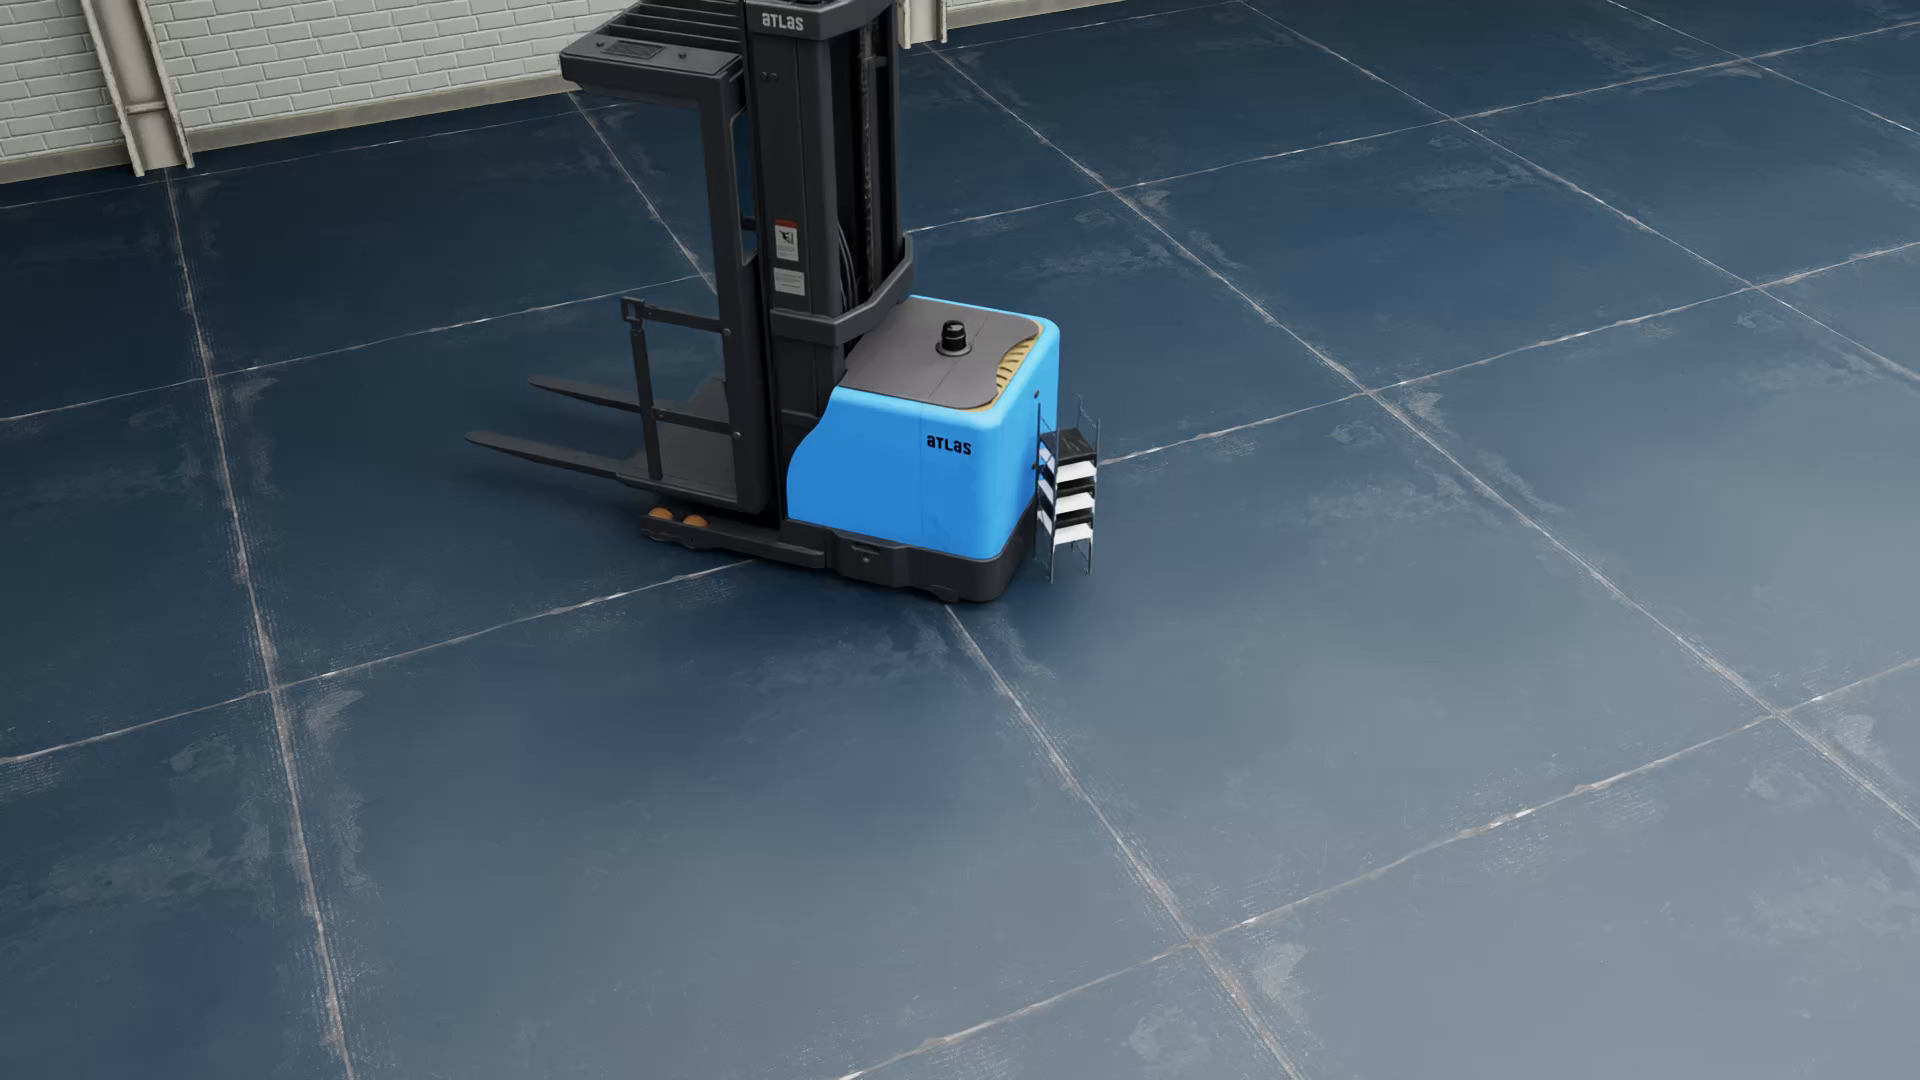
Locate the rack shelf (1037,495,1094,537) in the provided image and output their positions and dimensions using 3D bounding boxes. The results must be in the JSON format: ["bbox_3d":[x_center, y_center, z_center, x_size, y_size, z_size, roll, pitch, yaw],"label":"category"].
[{"bbox_3d":[0.502,-0.136,8.028,0.200,0.077,0.258,-12,38,-16],"label":"rack shelf"}]

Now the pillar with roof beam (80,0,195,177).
[{"bbox_3d":[-3.953,-4.024,6.265,0.400,9.000,9.100,-16,39,-20],"label":"pillar with roof beam"}]

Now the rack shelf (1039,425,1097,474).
[{"bbox_3d":[0.502,-0.425,7.813,0.200,0.077,0.258,-12,38,-16],"label":"rack shelf"}]

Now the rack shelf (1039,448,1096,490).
[{"bbox_3d":[0.502,-0.353,7.867,0.200,0.077,0.258,-12,38,-16],"label":"rack shelf"}]

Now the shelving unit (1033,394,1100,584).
[{"bbox_3d":[0.502,-0.235,7.954,0.210,0.900,0.258,-12,38,-16],"label":"shelving unit"}]

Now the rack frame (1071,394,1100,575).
[{"bbox_3d":[0.598,-0.255,7.982,0.006,0.900,0.240,-12,38,-16],"label":"rack frame"}]

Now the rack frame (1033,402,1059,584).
[{"bbox_3d":[0.407,-0.215,7.927,0.006,0.900,0.240,-12,38,-16],"label":"rack frame"}]

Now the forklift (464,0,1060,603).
[{"bbox_3d":[-1.077,-1.413,7.838,3.031,2.935,1.130,12,38,16],"label":"forklift"}]

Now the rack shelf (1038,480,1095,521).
[{"bbox_3d":[0.502,-0.208,7.974,0.200,0.077,0.258,-12,38,-16],"label":"rack shelf"}]

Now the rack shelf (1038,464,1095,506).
[{"bbox_3d":[0.502,-0.281,7.921,0.200,0.077,0.258,-12,38,-16],"label":"rack shelf"}]

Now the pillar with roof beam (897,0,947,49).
[{"bbox_3d":[1.478,-5.543,8.313,0.400,9.000,9.100,-16,39,-20],"label":"pillar with roof beam"}]

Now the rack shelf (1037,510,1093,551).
[{"bbox_3d":[0.502,-0.064,8.082,0.200,0.077,0.258,-12,38,-16],"label":"rack shelf"}]
